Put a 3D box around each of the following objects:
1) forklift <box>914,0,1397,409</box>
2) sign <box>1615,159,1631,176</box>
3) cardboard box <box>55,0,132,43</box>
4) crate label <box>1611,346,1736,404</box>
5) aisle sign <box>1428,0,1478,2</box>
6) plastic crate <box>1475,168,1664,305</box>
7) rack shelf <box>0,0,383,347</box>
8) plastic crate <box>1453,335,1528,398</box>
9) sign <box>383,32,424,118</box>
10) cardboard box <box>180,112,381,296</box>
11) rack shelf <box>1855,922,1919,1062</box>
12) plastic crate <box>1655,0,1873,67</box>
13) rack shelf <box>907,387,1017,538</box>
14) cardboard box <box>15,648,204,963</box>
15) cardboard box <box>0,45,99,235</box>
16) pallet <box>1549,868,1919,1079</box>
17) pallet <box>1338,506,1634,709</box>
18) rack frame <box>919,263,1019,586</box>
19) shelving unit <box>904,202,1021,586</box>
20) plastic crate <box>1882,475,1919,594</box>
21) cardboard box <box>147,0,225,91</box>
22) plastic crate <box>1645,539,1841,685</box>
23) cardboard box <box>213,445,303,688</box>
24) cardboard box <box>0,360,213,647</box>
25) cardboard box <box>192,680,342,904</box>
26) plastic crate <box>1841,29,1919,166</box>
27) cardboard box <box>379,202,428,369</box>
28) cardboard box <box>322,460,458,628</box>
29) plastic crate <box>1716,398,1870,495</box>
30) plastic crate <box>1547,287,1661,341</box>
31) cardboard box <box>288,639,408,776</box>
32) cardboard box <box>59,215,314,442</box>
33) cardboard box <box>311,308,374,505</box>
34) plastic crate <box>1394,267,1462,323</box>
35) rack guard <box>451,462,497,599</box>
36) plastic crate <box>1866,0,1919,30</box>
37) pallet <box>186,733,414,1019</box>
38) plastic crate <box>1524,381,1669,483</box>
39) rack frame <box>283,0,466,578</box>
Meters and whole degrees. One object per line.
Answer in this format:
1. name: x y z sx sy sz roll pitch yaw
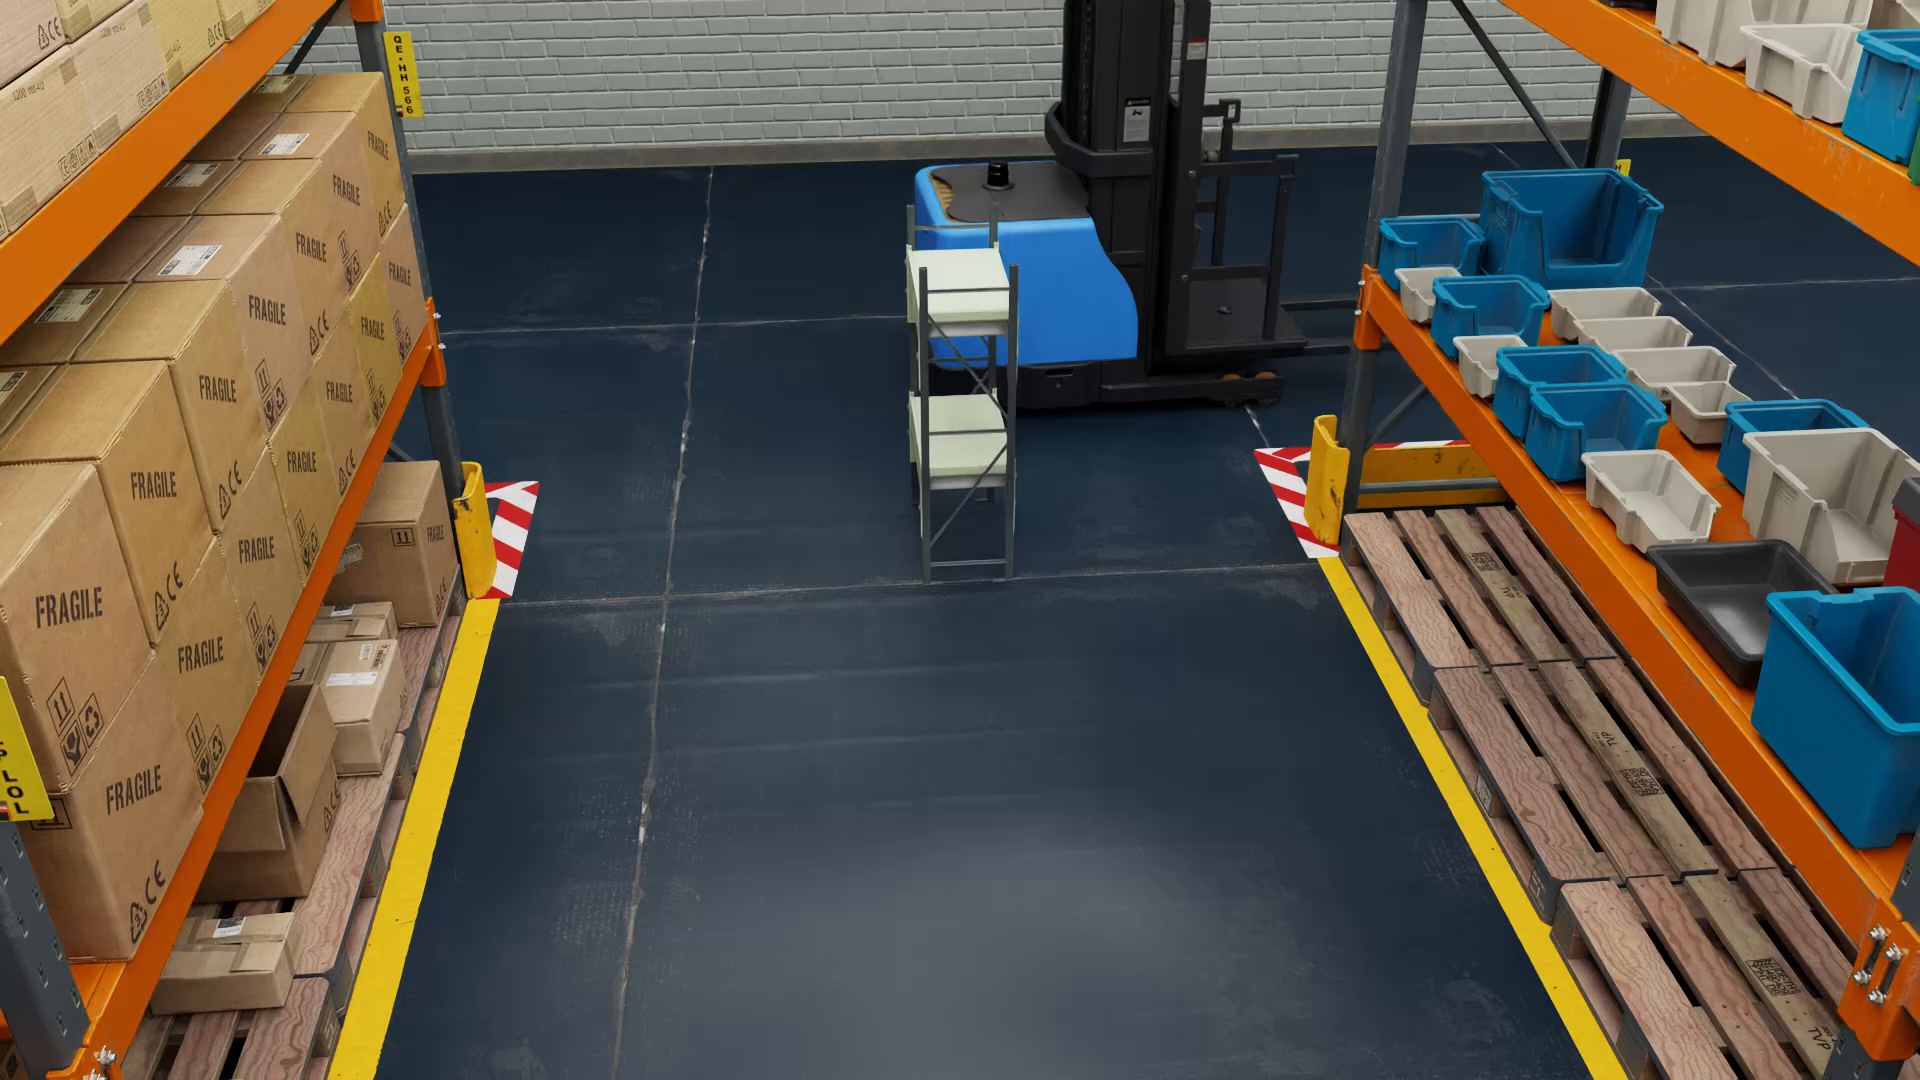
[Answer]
1. forklift: 1.301 -2.247 8.653 3.031 2.935 1.130 -4 31 -7
2. sign: 2.795 -1.470 7.127 0.100 0.325 0.005 -3 31 -5
3. cardboard box: -2.191 -1.297 3.730 0.500 0.250 0.500 -3 31 -5
4. crate label: 2.568 -0.581 5.996 0.396 0.136 0.243 -3 31 -5
5. aisle sign: 1.946 -2.504 6.482 0.394 0.787 0.004 -3 31 -5
6. plastic crate: 2.466 -1.244 6.815 0.616 0.435 0.499 -3 31 -5
7. rack shelf: -2.496 -1.088 4.423 1.077 0.370 4.000 -3 31 -5
8. plastic crate: 1.955 -0.622 6.065 0.250 0.136 0.298 -3 31 -5
9. sign: -2.129 -1.779 6.366 0.100 0.325 0.005 -3 31 -5
10. cardboard box: -2.320 -1.130 5.645 0.500 0.500 0.500 -2 31 -3
11. rack shelf: 2.809 2.007 2.167 1.077 0.370 4.000 -3 31 -5
12. plastic crate: 2.149 -1.456 4.453 0.437 0.282 0.530 -3 31 -5
13. rack shelf: 0.001 -0.361 7.527 0.431 0.370 0.720 -3 31 -5
14. cardboard box: -2.086 0.596 3.730 0.500 0.500 0.500 -2 31 -3
15. cardboard box: -2.151 -0.827 3.430 0.500 0.250 0.500 -3 31 -5
16. pallet: 2.515 1.500 5.032 1.003 0.211 1.213 -3 31 -5
17. pallet: 2.287 0.254 7.118 1.003 0.211 1.213 -3 31 -5
18. rack frame: 0.035 -0.454 7.047 0.400 1.500 0.023 -3 31 -5
19. shelving unit: 0.001 -0.640 7.360 0.431 1.500 0.755 -3 31 -5
20. plastic crate: 2.789 0.156 4.444 0.402 0.464 0.583 -3 31 -5
21. cardboard box: -2.247 -1.337 4.285 0.500 0.250 0.500 -3 31 -5
22. plastic crate: 2.251 0.210 4.682 0.437 0.125 0.590 -3 31 -5
23. cardboard box: -2.181 0.079 4.595 0.500 0.500 0.500 -3 31 -5
24. cardboard box: -2.122 -0.078 3.882 0.500 0.500 0.500 -4 31 -6
25. cardboard box: -2.490 0.836 5.431 0.797 0.503 0.637 -3 31 -5
26. plastic crate: 2.220 -0.989 3.718 0.416 0.233 0.300 -3 31 -5
27. cardboard box: -2.370 -0.957 6.330 0.500 0.500 0.500 -2 31 -3
28. cardboard box: -2.387 0.020 6.800 0.500 0.500 0.500 -3 31 -5
29. plastic crate: 2.696 -0.283 5.404 0.416 0.233 0.300 -3 31 -5
30. plastic crate: 2.505 -0.870 6.481 0.396 0.136 0.243 -3 31 -5
31. cardboard box: -2.328 0.614 6.050 0.500 0.250 0.500 -3 31 -5
32. cardboard box: -2.219 -0.604 4.763 0.500 0.500 0.500 -2 31 -3
33. cardboard box: -2.277 -0.438 5.460 0.500 0.500 0.500 -3 31 -4
34. plastic crate: 1.892 -0.969 6.645 0.250 0.136 0.298 -3 31 -5
35. rack guard: -2.676 -0.018 7.293 1.175 0.500 0.348 -3 31 -5
36. plastic crate: 2.689 -1.497 4.663 0.437 0.136 0.530 -3 31 -5
37. pallet: -2.490 1.134 5.645 1.003 0.211 1.213 -3 31 -5
38. plastic crate: 2.095 -0.352 5.519 0.416 0.233 0.300 -3 31 -5
39. rack frame: -2.683 -1.130 6.717 1.000 3.000 0.127 -3 31 -5
